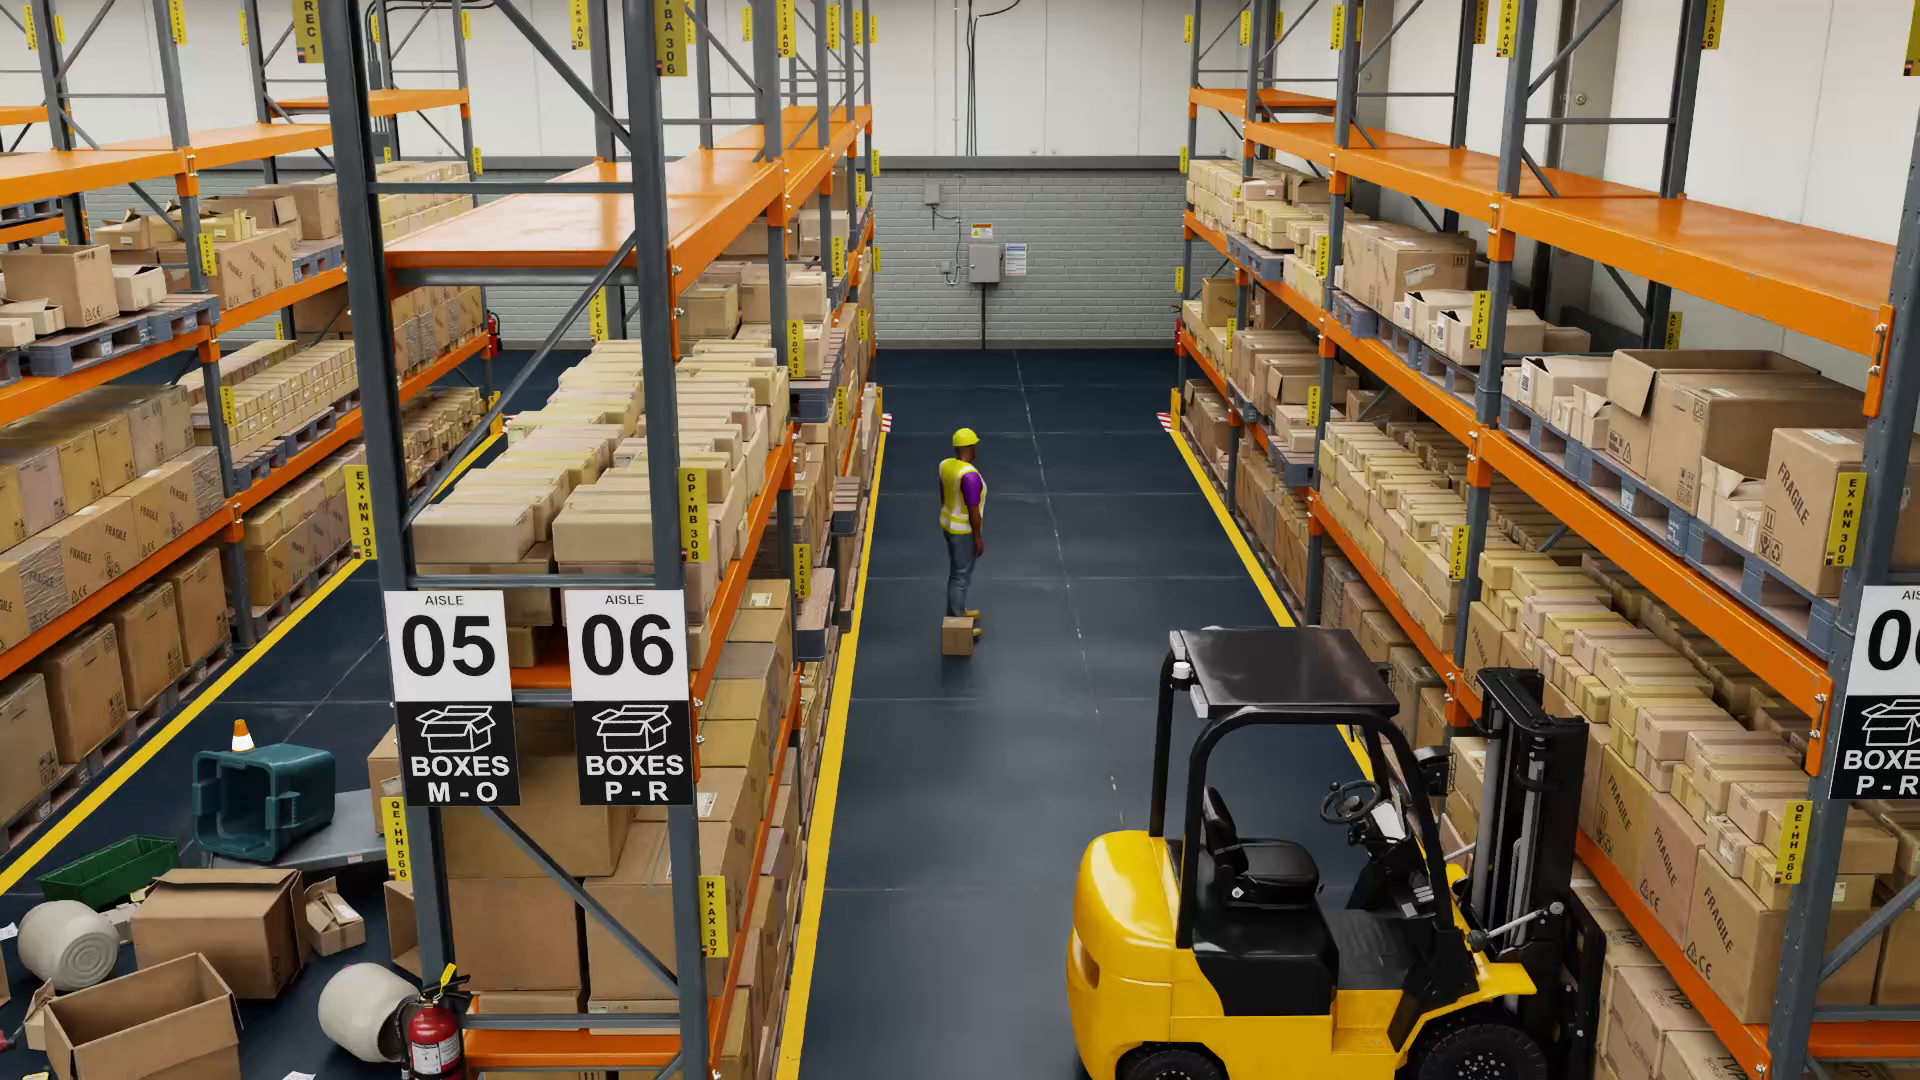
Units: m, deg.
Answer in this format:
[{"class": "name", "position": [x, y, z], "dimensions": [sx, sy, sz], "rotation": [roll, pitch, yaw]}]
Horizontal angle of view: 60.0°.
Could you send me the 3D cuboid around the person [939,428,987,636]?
[{"class": "person", "position": [0.041, -0.089, 14.201], "dimensions": [0.448, 1.767, 0.610], "rotation": [-7, 18, -22]}]
